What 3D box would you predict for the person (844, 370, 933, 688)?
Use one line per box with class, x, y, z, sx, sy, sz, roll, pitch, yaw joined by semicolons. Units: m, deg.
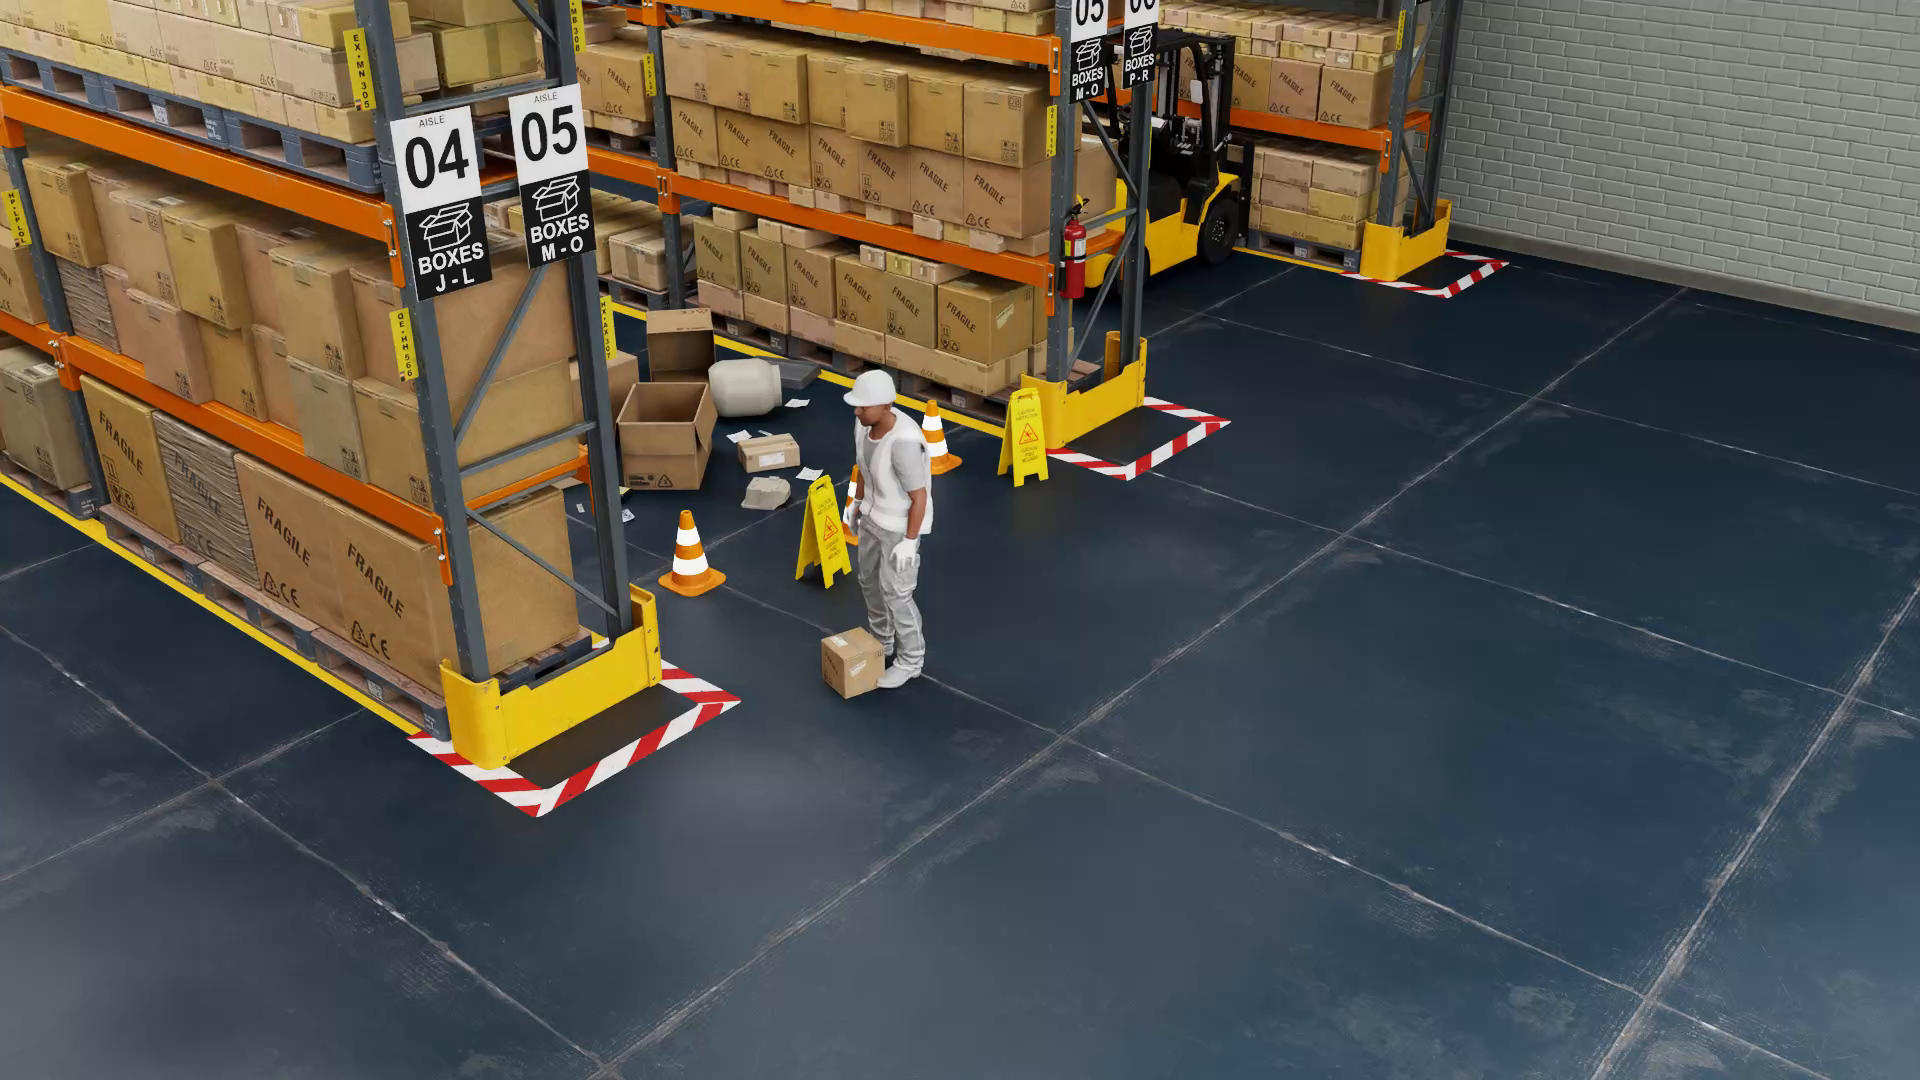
person;-0.390;-0.078;8.758;0.446;1.775;0.618;-16;31;-28
